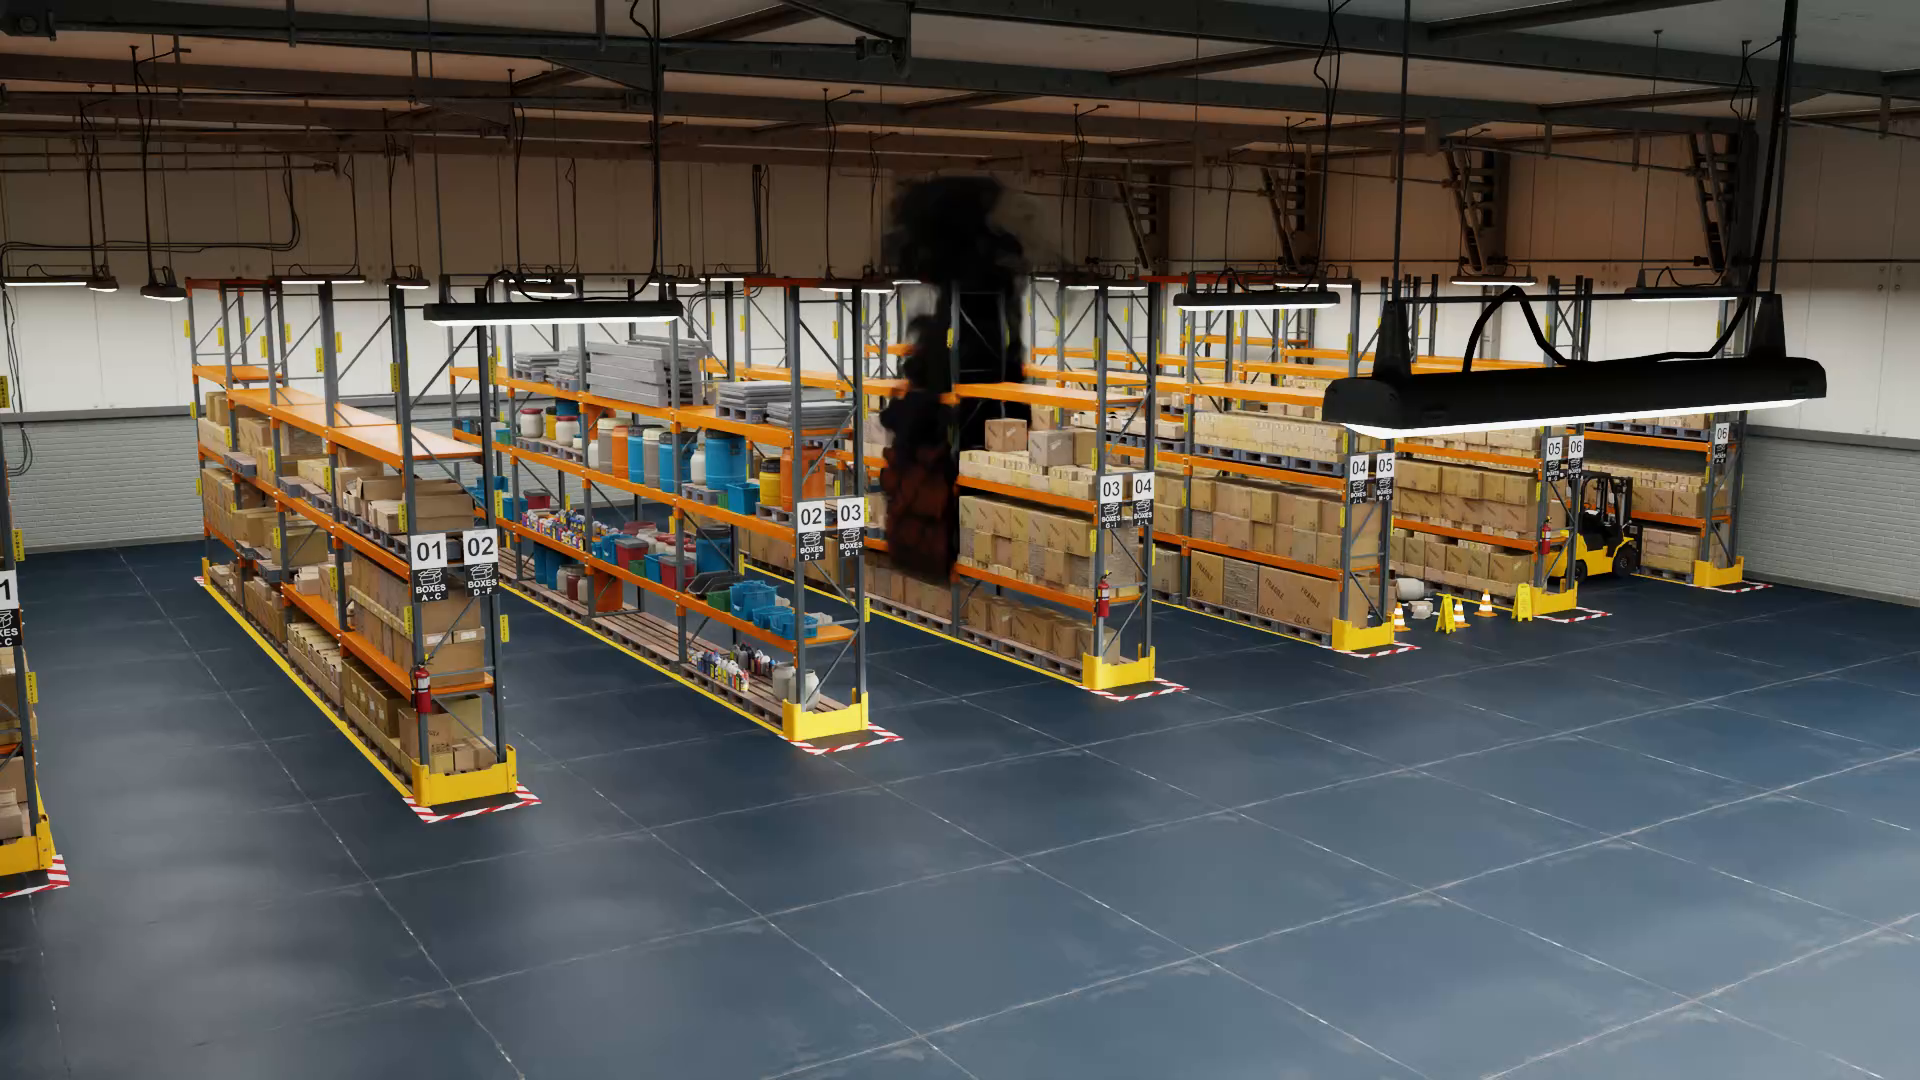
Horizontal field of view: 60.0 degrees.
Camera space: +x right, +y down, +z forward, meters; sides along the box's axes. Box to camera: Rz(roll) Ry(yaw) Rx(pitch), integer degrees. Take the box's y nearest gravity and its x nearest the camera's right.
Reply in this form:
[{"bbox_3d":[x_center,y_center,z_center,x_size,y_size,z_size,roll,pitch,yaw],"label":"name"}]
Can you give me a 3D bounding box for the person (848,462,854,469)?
[{"bbox_3d":[-2.467,-1.006,38.749,0.679,1.745,0.590,-4,10,-21],"label":"person"}]
